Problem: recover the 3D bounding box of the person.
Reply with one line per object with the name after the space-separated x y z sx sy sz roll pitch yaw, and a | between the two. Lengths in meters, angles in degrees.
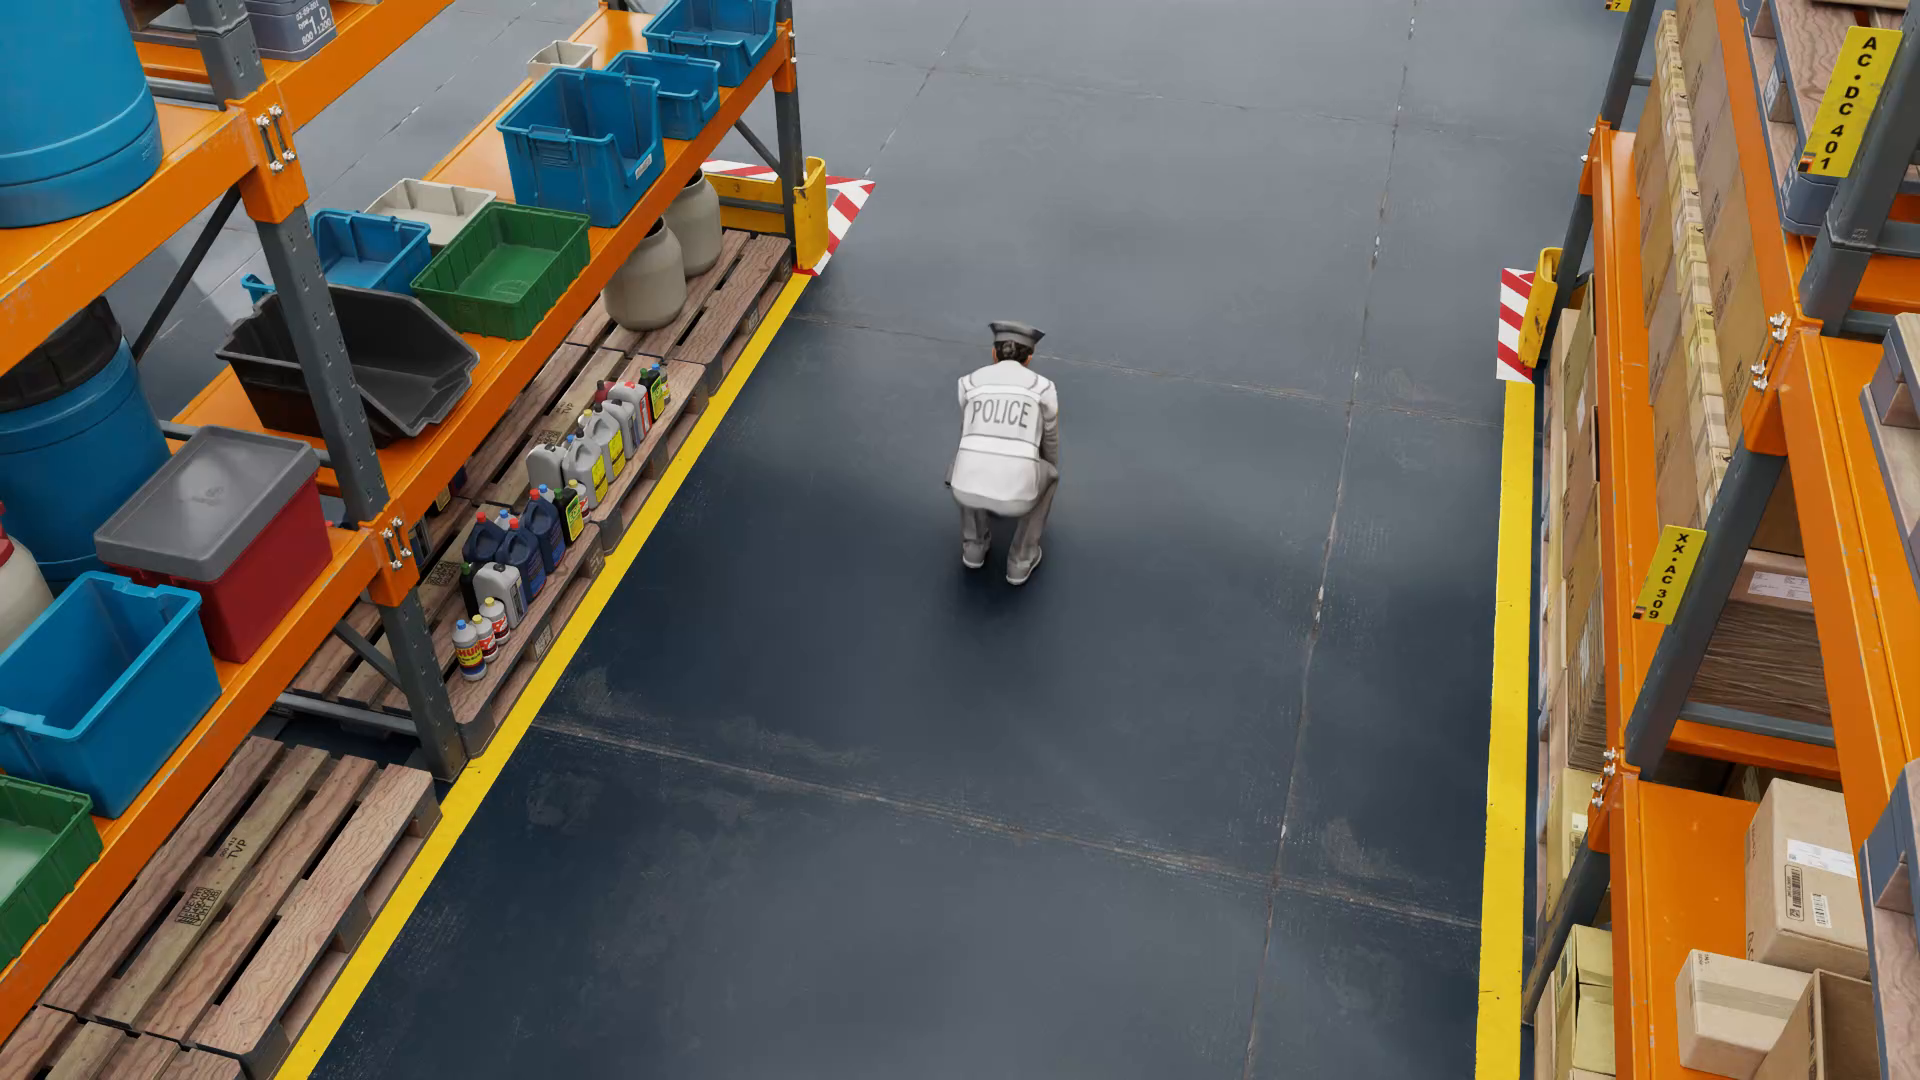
0.196 -0.366 7.098 0.457 0.983 0.882 9 42 10 | person
